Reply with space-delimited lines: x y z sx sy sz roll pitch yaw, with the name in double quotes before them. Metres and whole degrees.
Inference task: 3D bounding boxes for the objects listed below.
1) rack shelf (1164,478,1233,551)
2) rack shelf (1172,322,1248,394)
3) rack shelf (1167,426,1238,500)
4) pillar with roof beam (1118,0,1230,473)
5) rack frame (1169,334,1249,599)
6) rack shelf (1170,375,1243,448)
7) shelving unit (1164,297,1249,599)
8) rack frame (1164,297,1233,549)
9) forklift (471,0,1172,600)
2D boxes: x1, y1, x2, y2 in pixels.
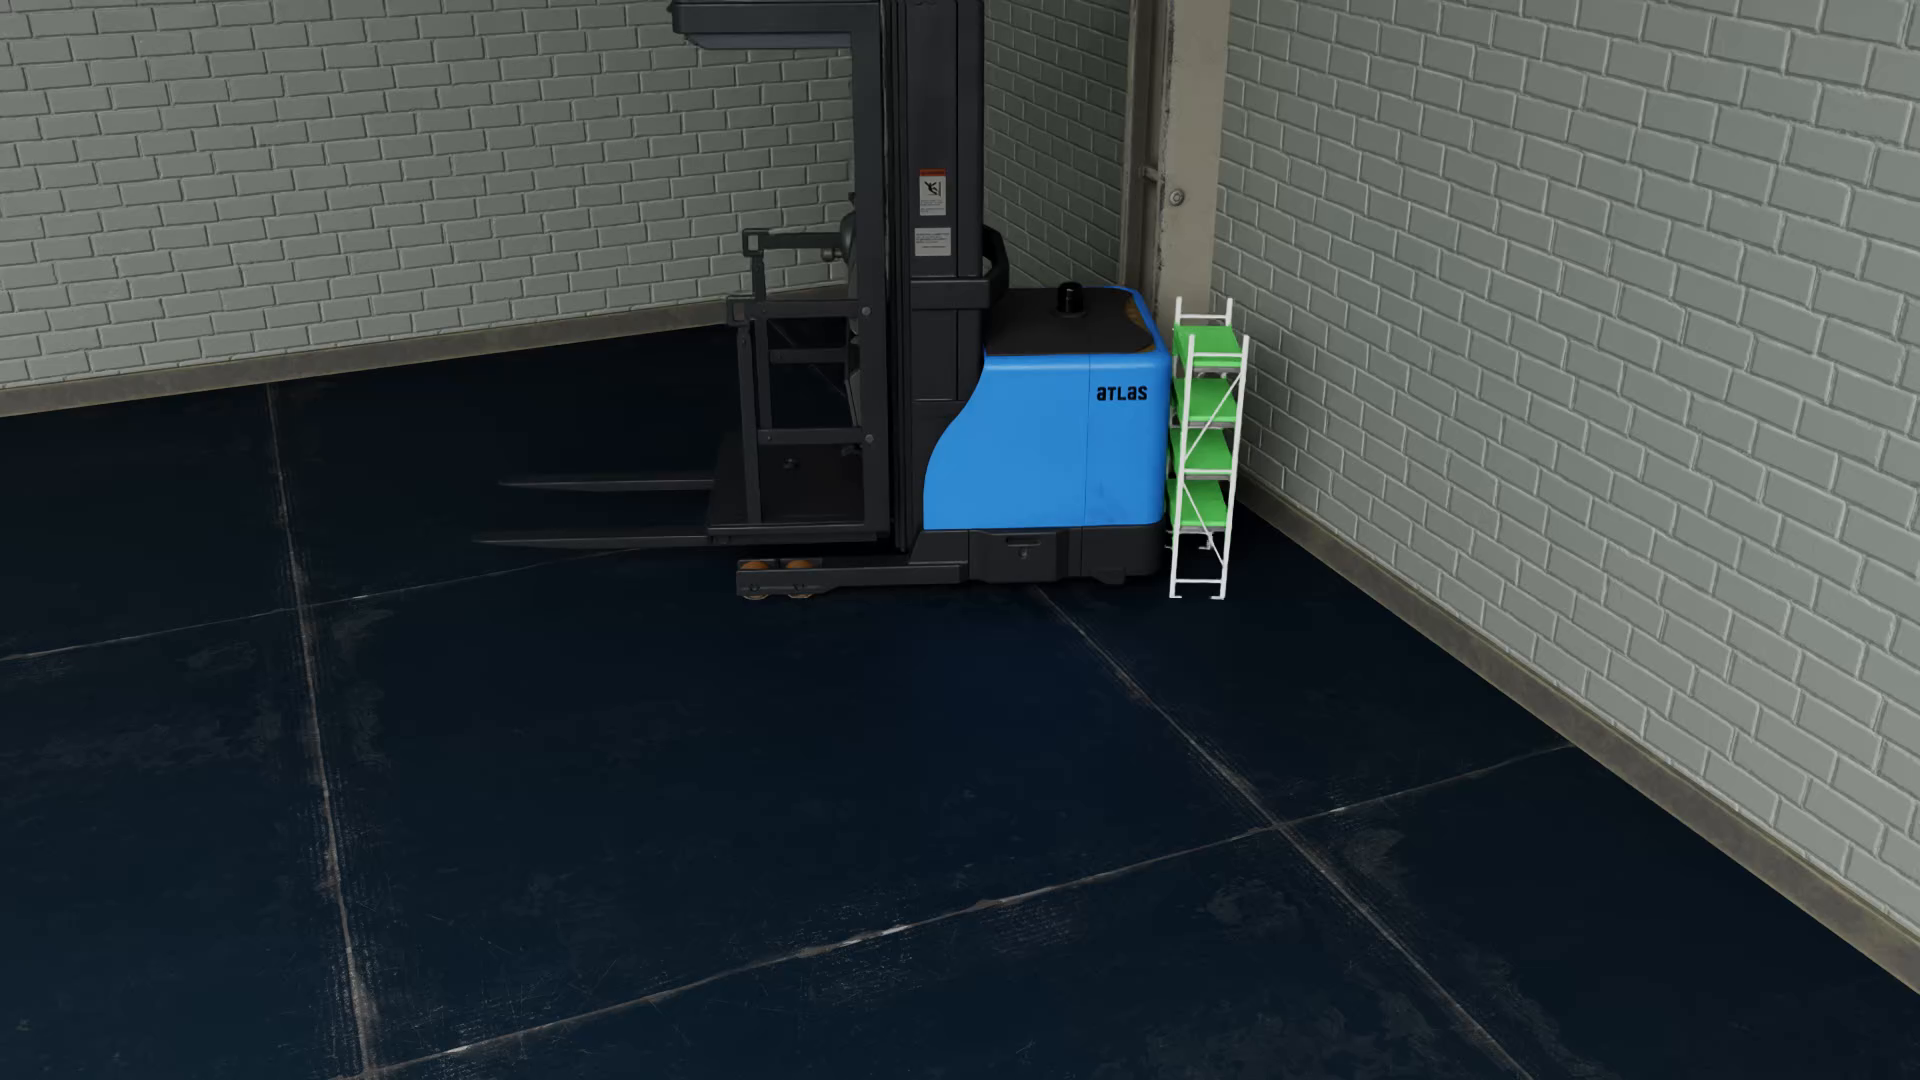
"rack shelf" 1.037 -0.121 7.319 0.258 0.148 0.480 1 26 0
"rack shelf" 1.046 -0.768 7.003 0.258 0.148 0.480 1 26 0
"rack shelf" 1.040 -0.336 7.213 0.258 0.148 0.480 1 26 0
"pillar with roof beam" -2.954 -3.732 5.137 9.100 9.000 0.400 -11 28 -21
"rack frame" 1.038 -0.287 6.966 0.240 1.200 0.015 1 26 0
"rack shelf" 1.043 -0.552 7.108 0.258 0.148 0.480 1 26 0
"shelving unit" 1.041 -0.394 7.185 0.258 1.200 0.503 1 26 0
"rack frame" 1.043 -0.501 7.404 0.240 1.200 0.015 1 26 0
"forklift" -0.635 -1.294 7.060 3.031 2.935 1.130 -1 26 -3
